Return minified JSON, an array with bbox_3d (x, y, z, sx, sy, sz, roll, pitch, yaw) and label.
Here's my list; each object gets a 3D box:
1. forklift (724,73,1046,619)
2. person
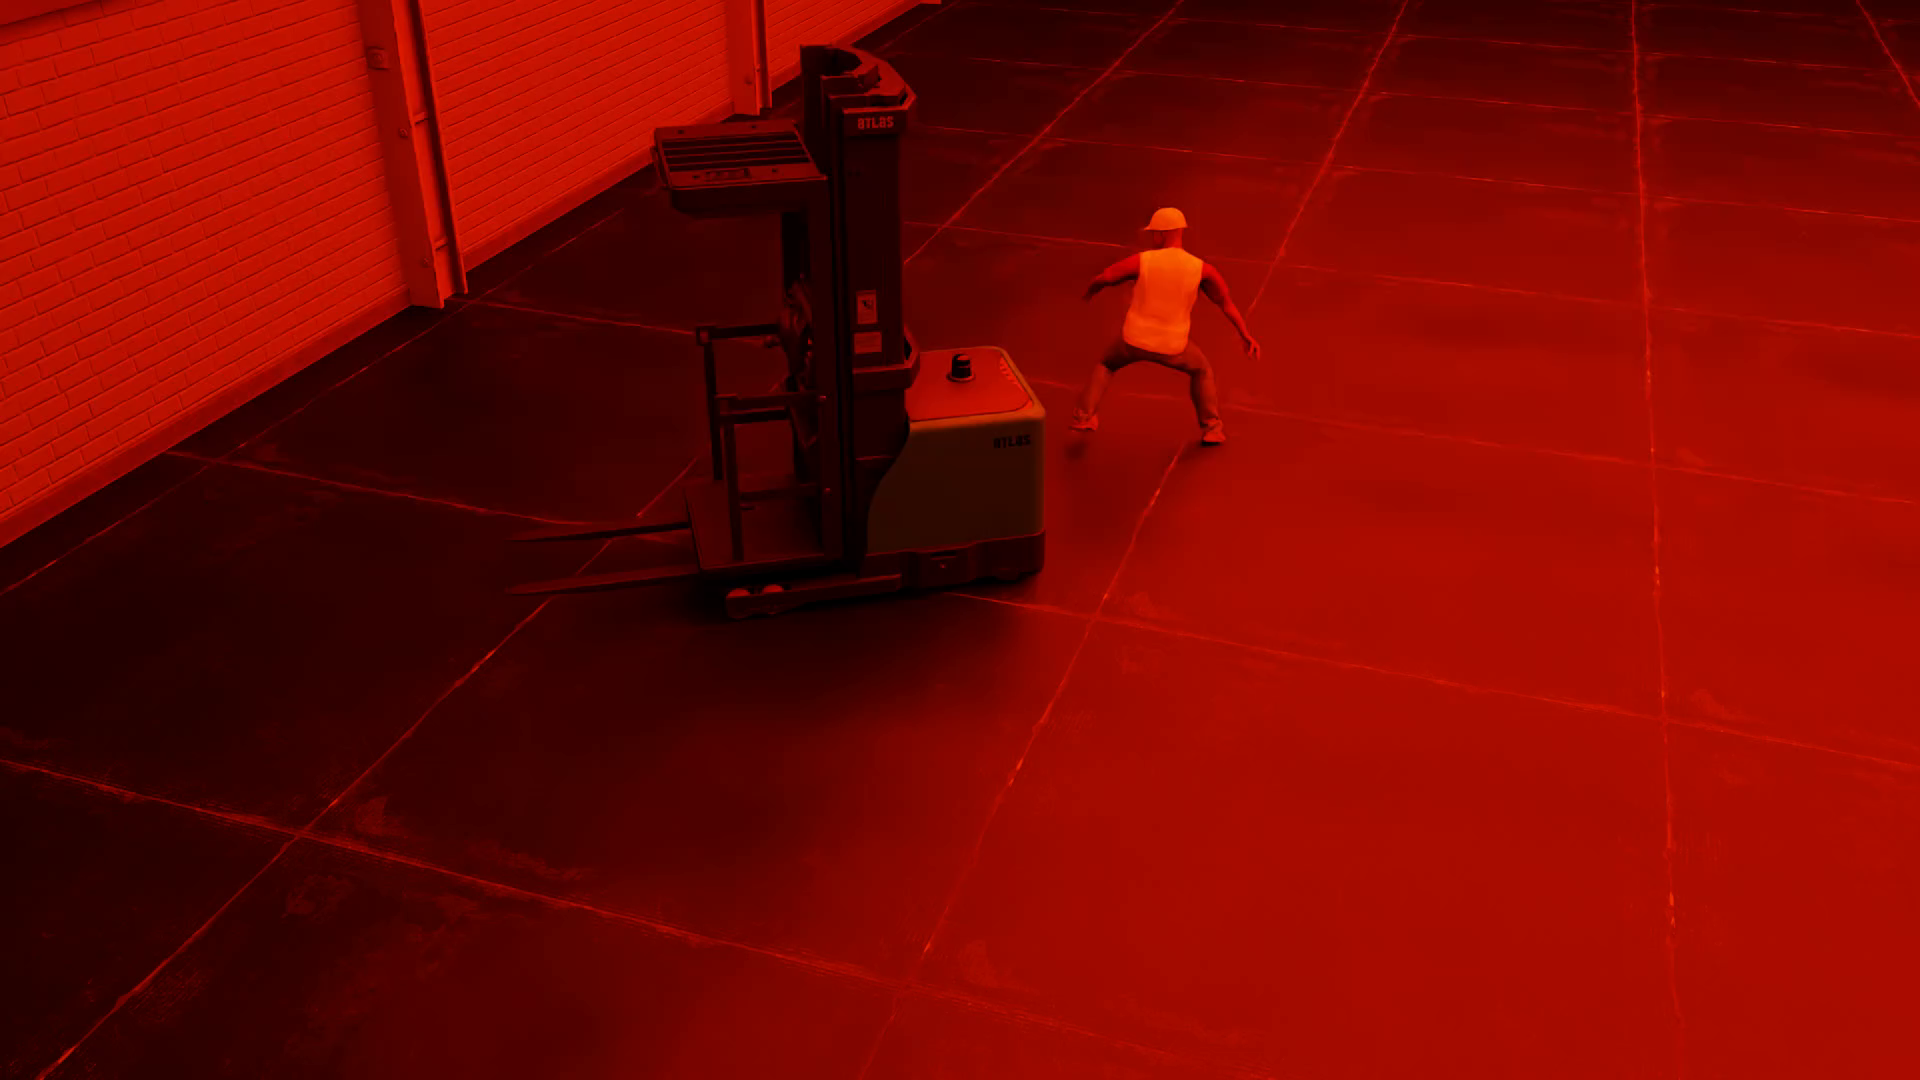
[{"bbox_3d":[-0.547,-1.143,9.231,1.939,2.843,1.129,-7,30,-12],"label":"forklift"},{"bbox_3d":[1.369,-1.325,10.887,1.223,1.686,0.551,7,30,12],"label":"person"}]
